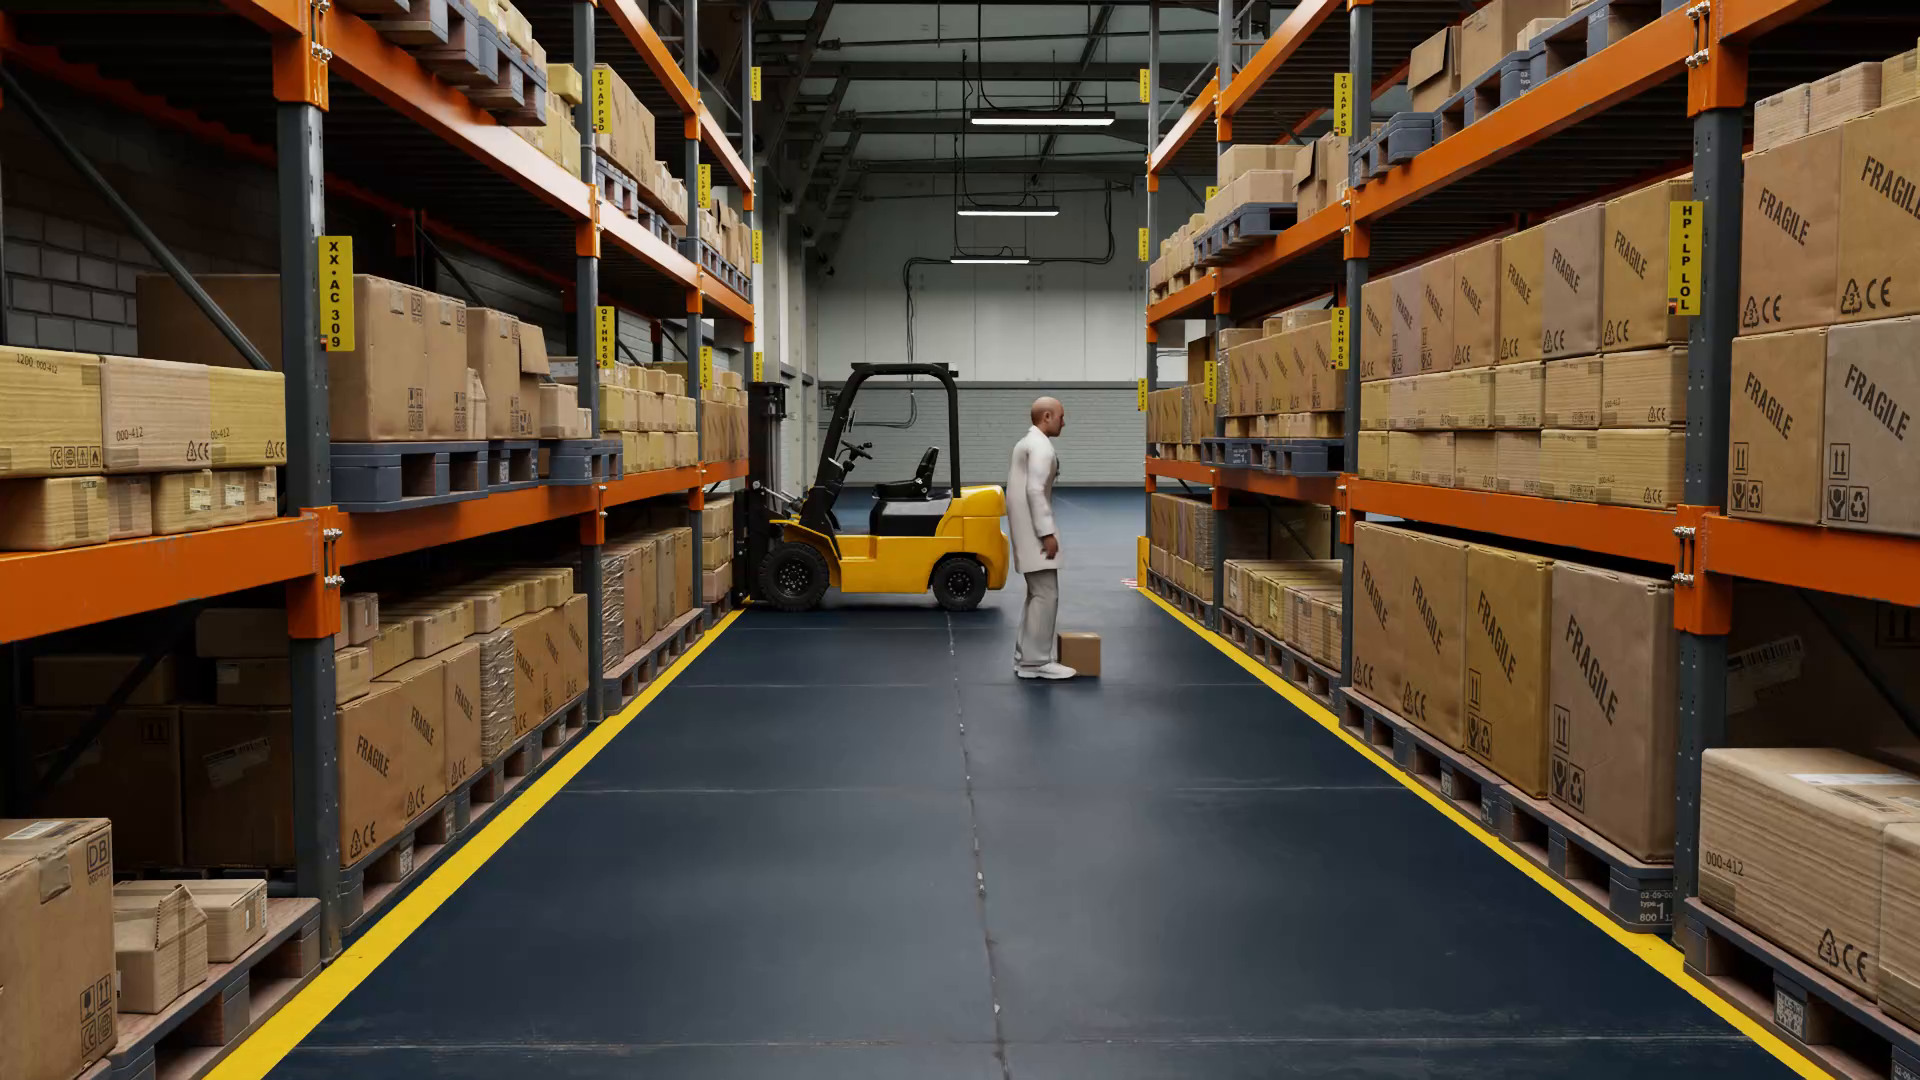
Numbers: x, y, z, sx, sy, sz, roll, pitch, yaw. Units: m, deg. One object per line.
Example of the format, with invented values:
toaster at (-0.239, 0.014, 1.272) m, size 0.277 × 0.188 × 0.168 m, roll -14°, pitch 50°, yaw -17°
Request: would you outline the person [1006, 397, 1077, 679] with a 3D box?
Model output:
person at (0.511, -0.026, 10.613) m, size 0.425 × 1.772 × 0.644 m, roll 0°, pitch 4°, yaw -5°
